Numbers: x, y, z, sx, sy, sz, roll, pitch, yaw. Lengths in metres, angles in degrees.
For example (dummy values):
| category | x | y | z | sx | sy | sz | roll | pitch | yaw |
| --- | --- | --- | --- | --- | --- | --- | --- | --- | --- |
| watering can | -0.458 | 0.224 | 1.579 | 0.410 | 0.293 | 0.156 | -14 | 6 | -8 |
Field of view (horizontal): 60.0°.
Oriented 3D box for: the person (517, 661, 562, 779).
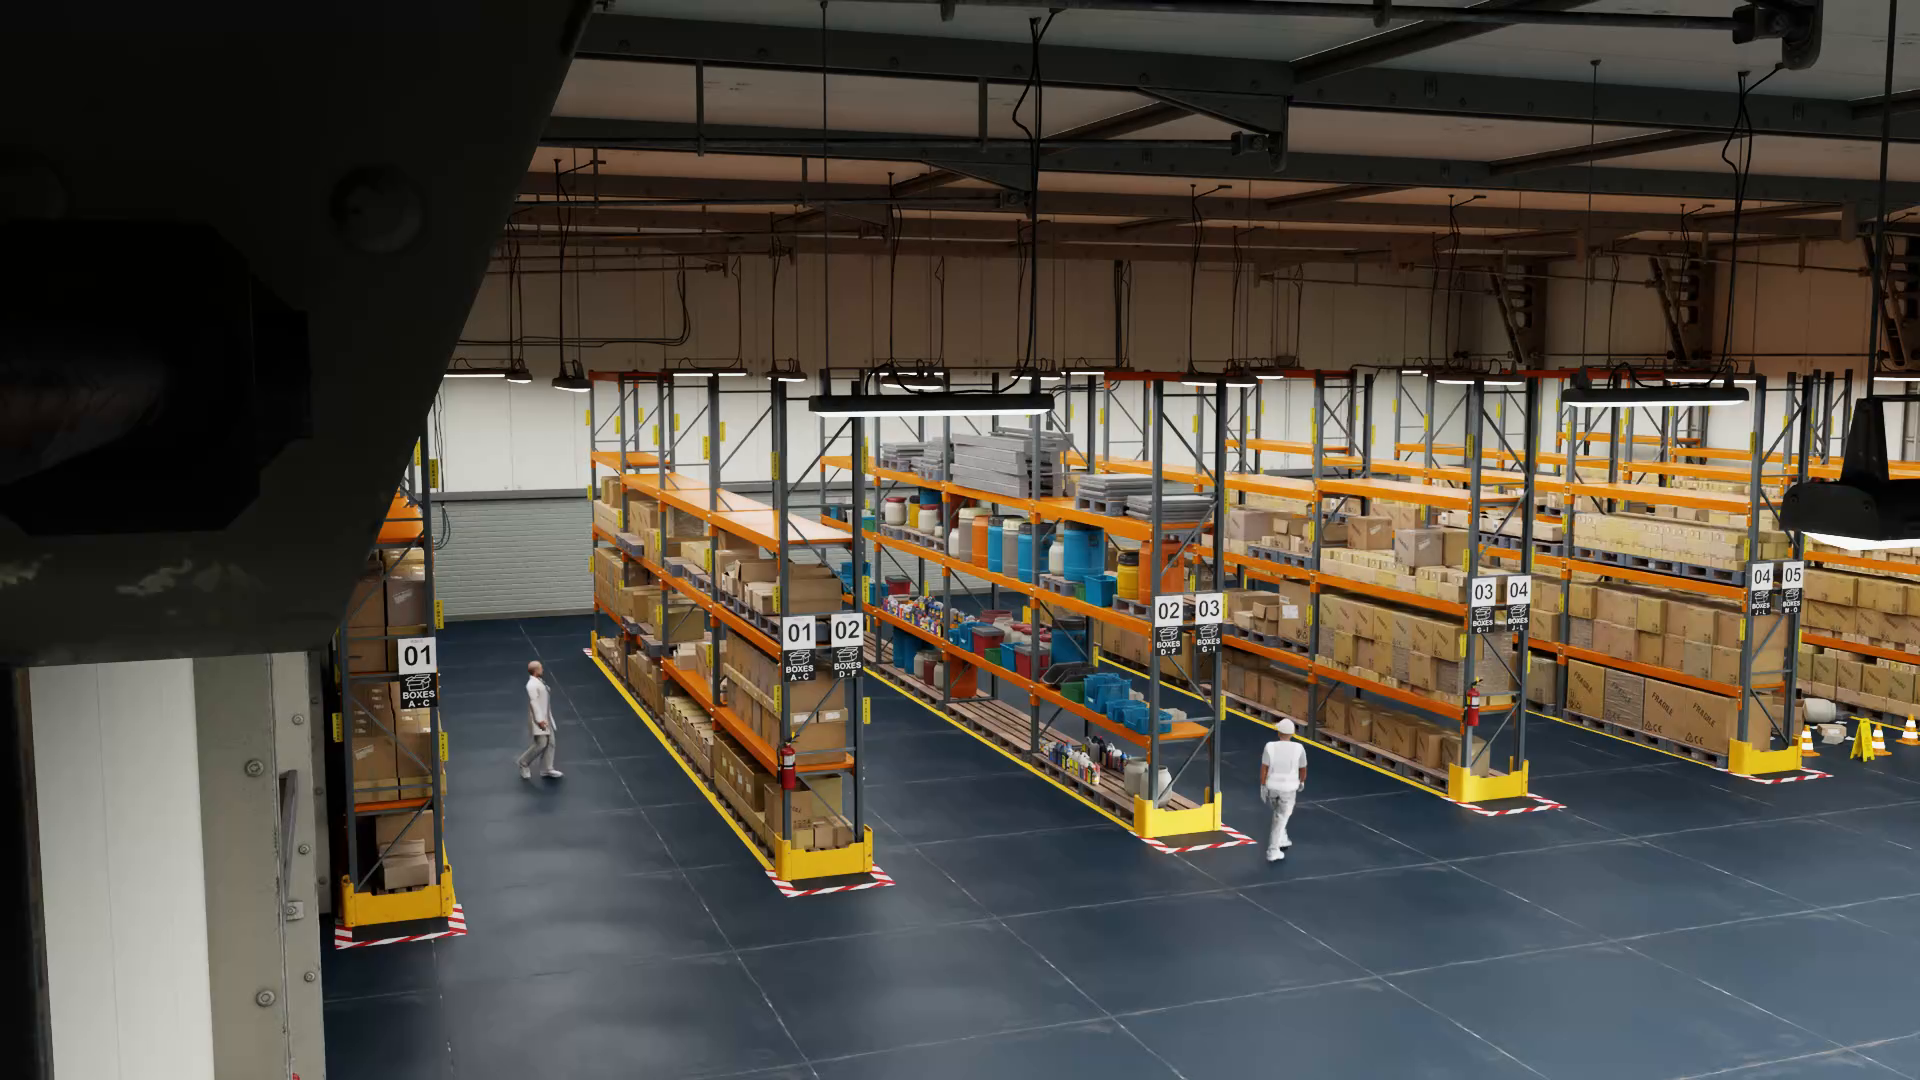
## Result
| category | x | y | z | sx | sy | sz | roll | pitch | yaw |
| --- | --- | --- | --- | --- | --- | --- | --- | --- | --- |
| person | -6.315 | 2.716 | 24.945 | 0.682 | 1.721 | 0.613 | 1 | 6 | 10 |

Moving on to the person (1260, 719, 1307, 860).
| category | x | y | z | sx | sy | sz | roll | pitch | yaw |
| --- | --- | --- | --- | --- | --- | --- | --- | --- | --- |
| person | 4.133 | 3.100 | 20.963 | 0.498 | 1.756 | 0.899 | 5 | 8 | 38 |
